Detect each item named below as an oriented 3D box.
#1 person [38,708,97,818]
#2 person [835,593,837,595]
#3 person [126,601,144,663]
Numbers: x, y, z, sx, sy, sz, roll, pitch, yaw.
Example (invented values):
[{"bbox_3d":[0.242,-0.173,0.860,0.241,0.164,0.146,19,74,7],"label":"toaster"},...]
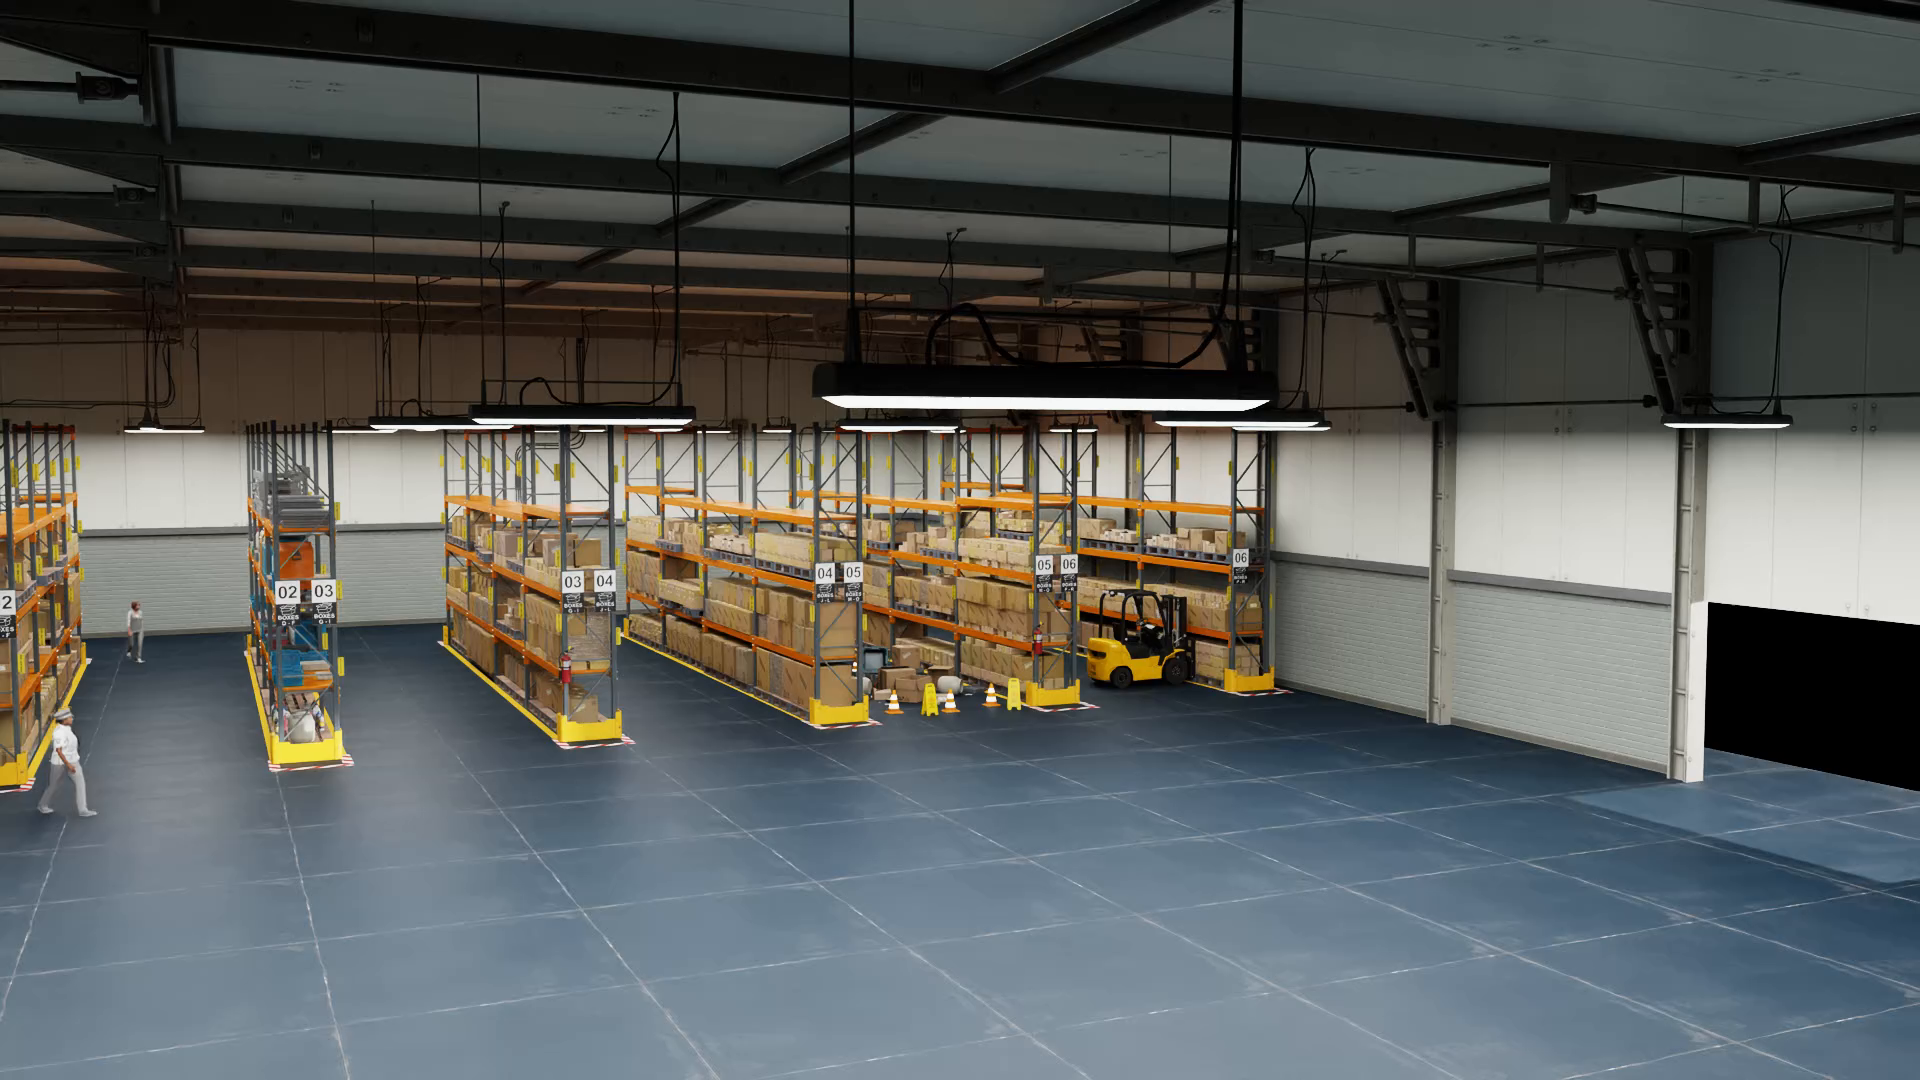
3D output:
[{"bbox_3d":[-13.424,3.343,24.947,1.003,1.643,0.424,2,4,25],"label":"person"},{"bbox_3d":[-3.325,2.212,42.940,0.492,1.686,0.509,-2,4,-32],"label":"person"},{"bbox_3d":[-20.803,2.308,41.942,0.411,1.566,0.657,-2,4,-34],"label":"person"}]
